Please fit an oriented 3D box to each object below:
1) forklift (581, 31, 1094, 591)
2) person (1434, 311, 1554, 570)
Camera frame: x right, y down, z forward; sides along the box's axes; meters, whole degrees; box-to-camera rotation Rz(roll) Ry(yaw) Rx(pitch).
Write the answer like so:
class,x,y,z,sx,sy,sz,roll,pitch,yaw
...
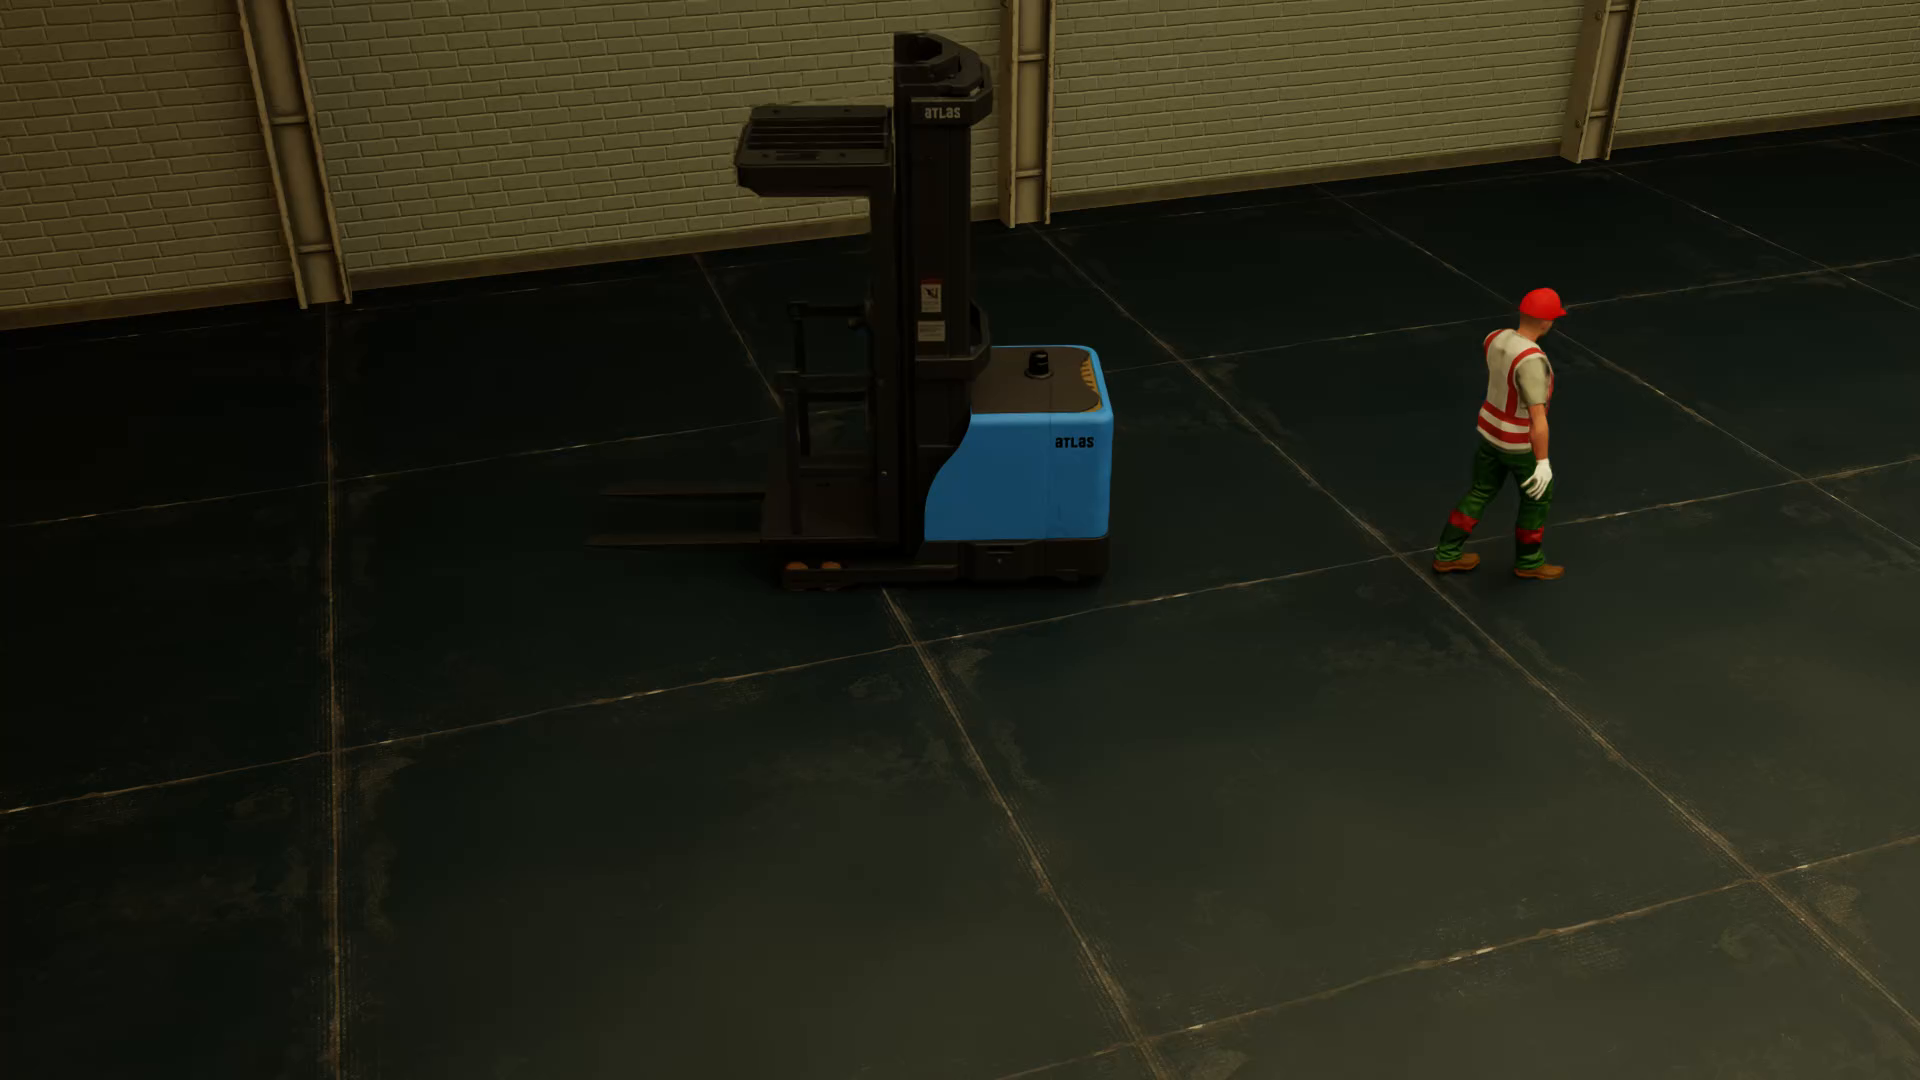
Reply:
class,x,y,z,sx,sy,sz,roll,pitch,yaw
forklift,-0.671,-1.245,9.251,3.031,2.935,1.121,-1,30,-2
person,3.150,-0.571,9.251,0.751,1.652,1.001,-9,31,-15
